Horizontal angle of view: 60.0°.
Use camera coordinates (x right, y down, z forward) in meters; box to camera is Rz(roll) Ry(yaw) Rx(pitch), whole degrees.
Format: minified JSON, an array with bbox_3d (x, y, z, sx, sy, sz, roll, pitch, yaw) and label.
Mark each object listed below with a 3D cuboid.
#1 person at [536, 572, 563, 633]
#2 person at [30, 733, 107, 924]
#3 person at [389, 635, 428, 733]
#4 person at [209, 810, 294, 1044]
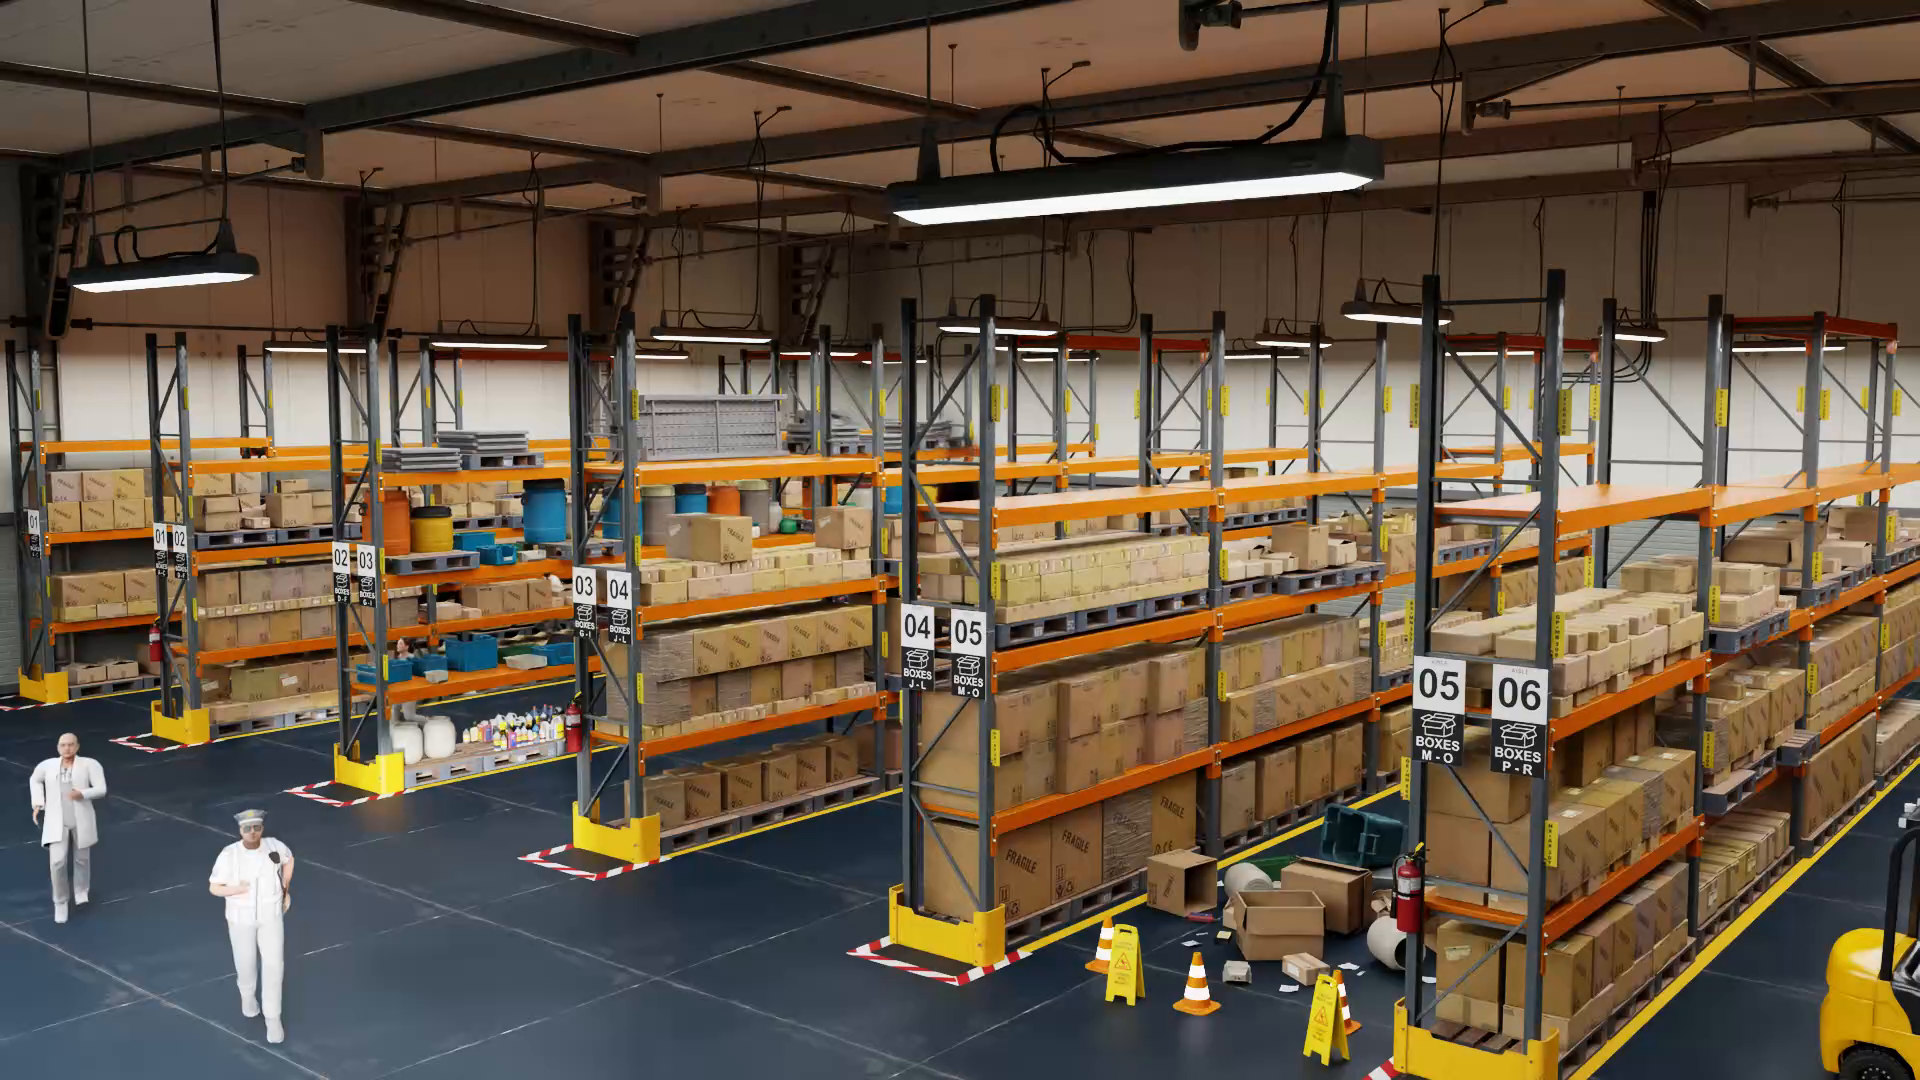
[{"bbox_3d":[-8.120,1.343,32.937,0.660,1.828,0.755,3,6,34],"label":"person"},{"bbox_3d":[-8.758,2.816,16.365,0.674,1.843,0.815,-3,6,-27],"label":"person"},{"bbox_3d":[-7.934,2.310,23.874,0.592,1.393,0.907,4,7,41],"label":"person"},{"bbox_3d":[-5.700,3.062,13.438,0.648,1.828,0.850,-2,6,-26],"label":"person"}]
